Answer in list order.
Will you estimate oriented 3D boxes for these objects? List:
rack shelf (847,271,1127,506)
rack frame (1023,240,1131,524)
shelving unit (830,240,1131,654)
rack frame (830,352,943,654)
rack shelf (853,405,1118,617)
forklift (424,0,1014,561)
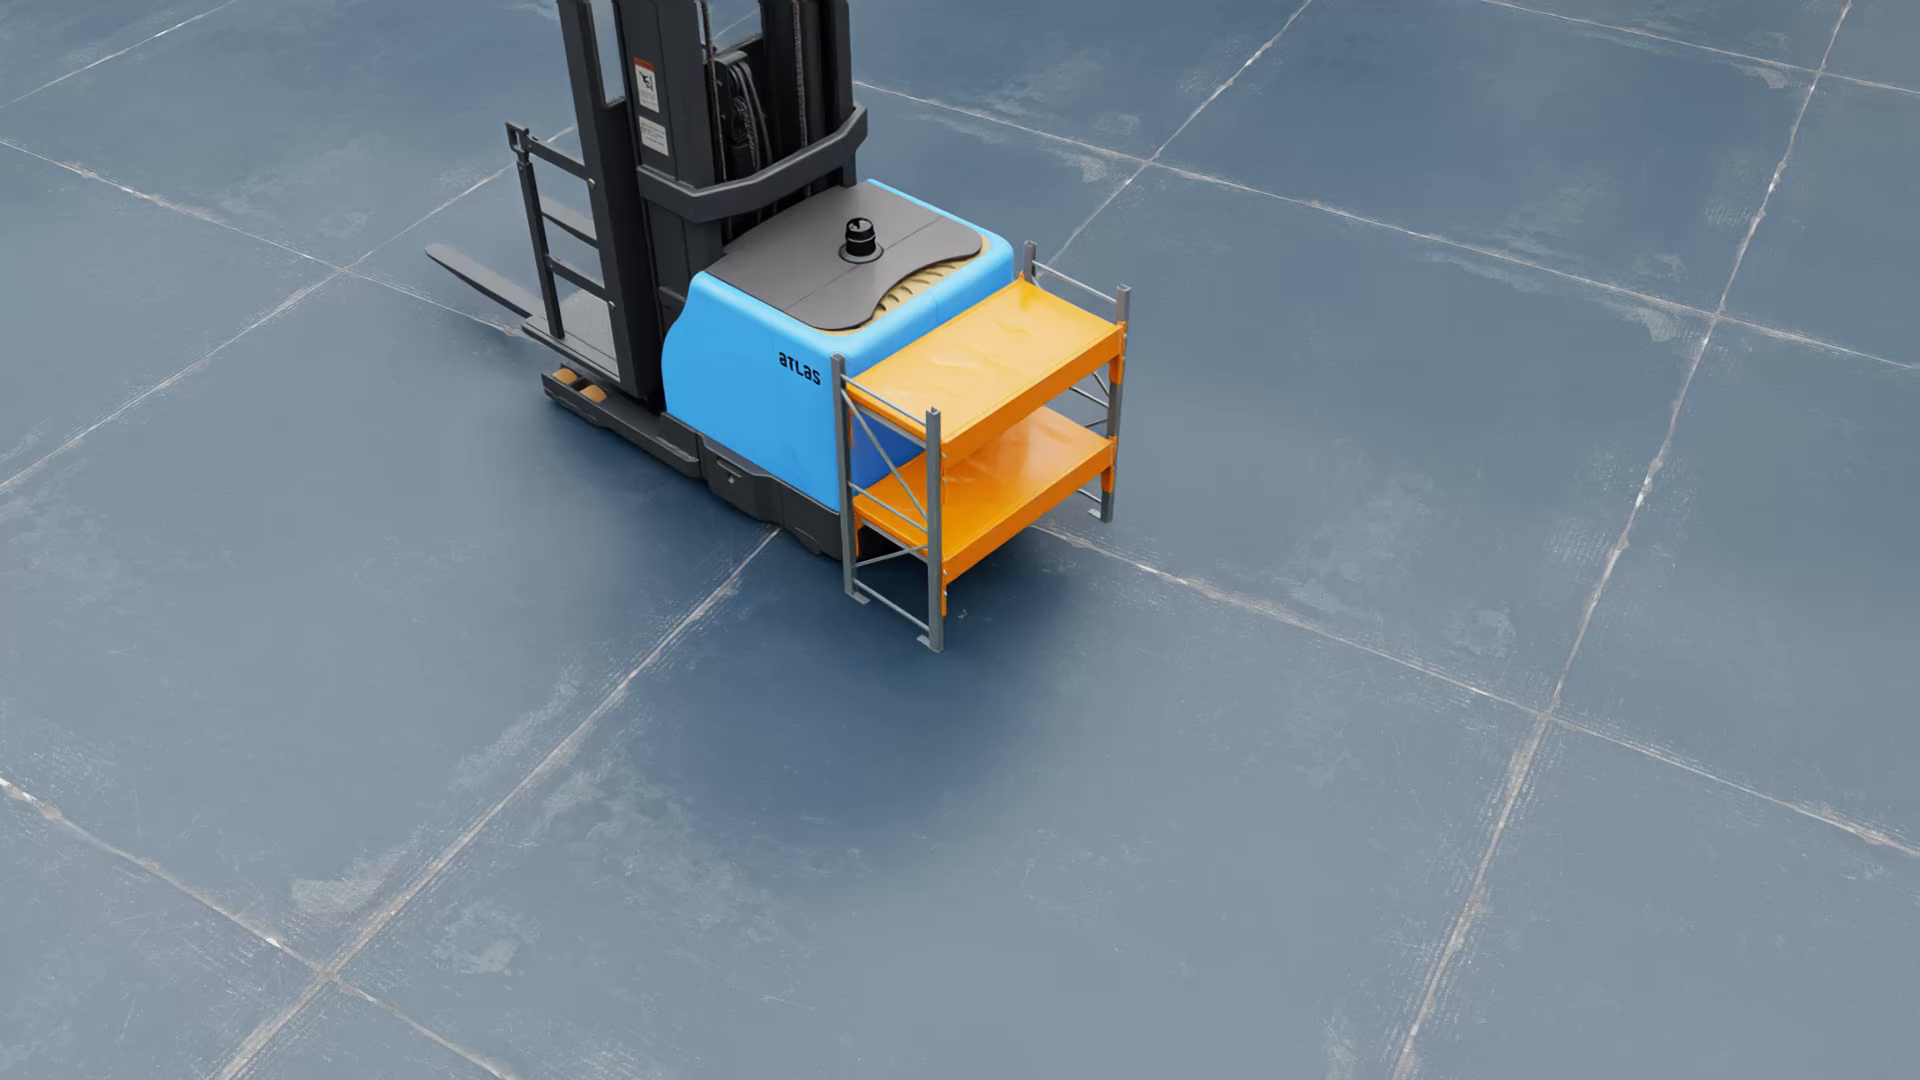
[{"bbox_3d":[0.089,-0.579,6.113,0.538,0.278,1.000,32,50,31],"label":"rack shelf"},{"bbox_3d":[0.435,-0.605,6.586,0.500,1.125,0.032,32,50,31],"label":"rack frame"},{"bbox_3d":[0.089,-0.359,6.306,0.538,1.125,1.048,32,50,31],"label":"shelving unit"},{"bbox_3d":[-0.257,-0.113,6.027,0.500,1.125,0.032,32,50,31],"label":"rack frame"},{"bbox_3d":[0.089,-0.175,6.468,0.538,0.278,1.000,32,50,31],"label":"rack shelf"},{"bbox_3d":[-1.220,-1.848,6.631,3.031,2.935,1.130,30,49,29],"label":"forklift"}]
